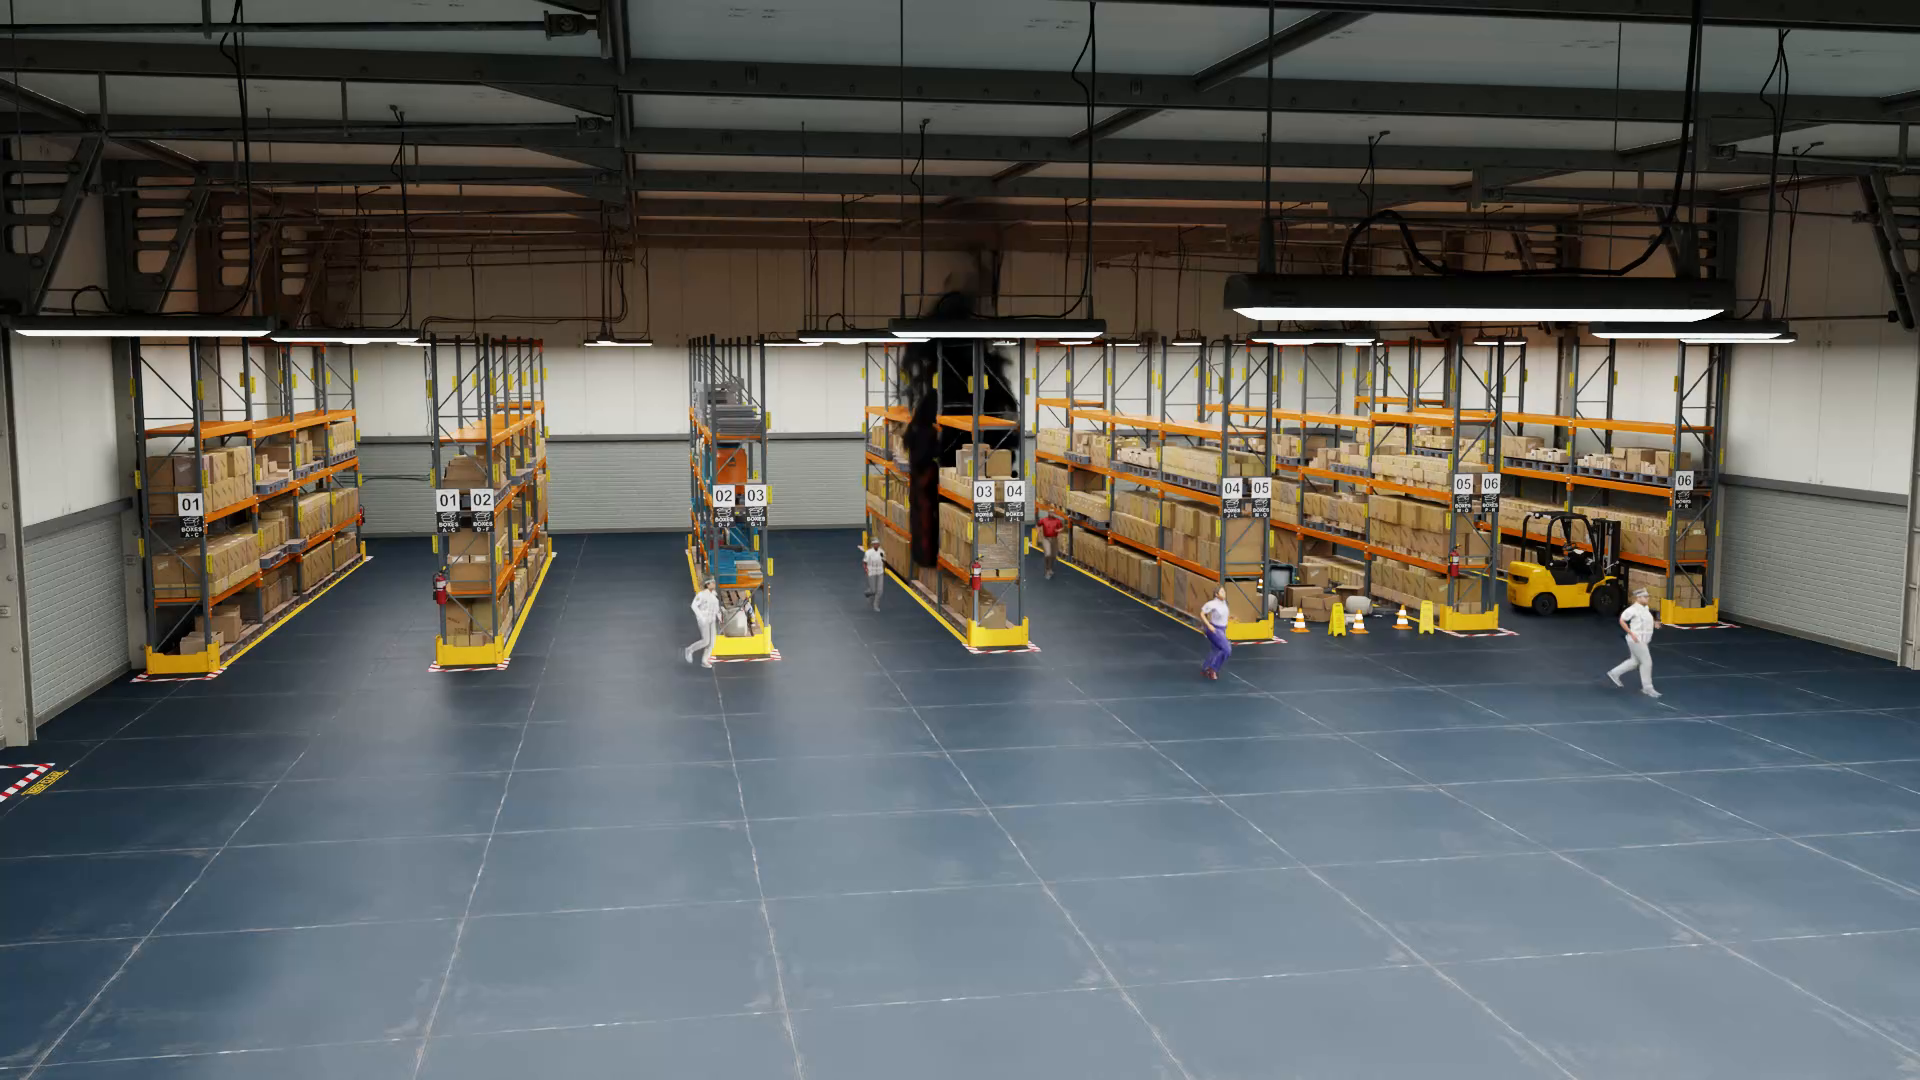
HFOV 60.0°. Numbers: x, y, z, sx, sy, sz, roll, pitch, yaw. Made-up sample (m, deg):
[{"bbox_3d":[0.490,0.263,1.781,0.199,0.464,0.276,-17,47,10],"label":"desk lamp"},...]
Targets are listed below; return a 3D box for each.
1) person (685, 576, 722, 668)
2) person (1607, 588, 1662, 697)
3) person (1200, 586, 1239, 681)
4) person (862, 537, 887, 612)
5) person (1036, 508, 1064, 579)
[{"bbox_3d":[-4.608,1.457,30.199,0.572,1.642,0.665,4,8,32],"label":"person"},{"bbox_3d":[11.286,1.674,27.725,0.911,1.803,0.647,5,8,37],"label":"person"},{"bbox_3d":[4.503,1.623,28.874,0.649,1.655,0.578,4,7,29],"label":"person"},{"bbox_3d":[-1.881,0.735,36.546,0.558,1.644,0.592,-2,7,-21],"label":"person"},{"bbox_3d":[2.276,0.087,41.809,0.637,1.798,0.771,-1,7,-12],"label":"person"}]
